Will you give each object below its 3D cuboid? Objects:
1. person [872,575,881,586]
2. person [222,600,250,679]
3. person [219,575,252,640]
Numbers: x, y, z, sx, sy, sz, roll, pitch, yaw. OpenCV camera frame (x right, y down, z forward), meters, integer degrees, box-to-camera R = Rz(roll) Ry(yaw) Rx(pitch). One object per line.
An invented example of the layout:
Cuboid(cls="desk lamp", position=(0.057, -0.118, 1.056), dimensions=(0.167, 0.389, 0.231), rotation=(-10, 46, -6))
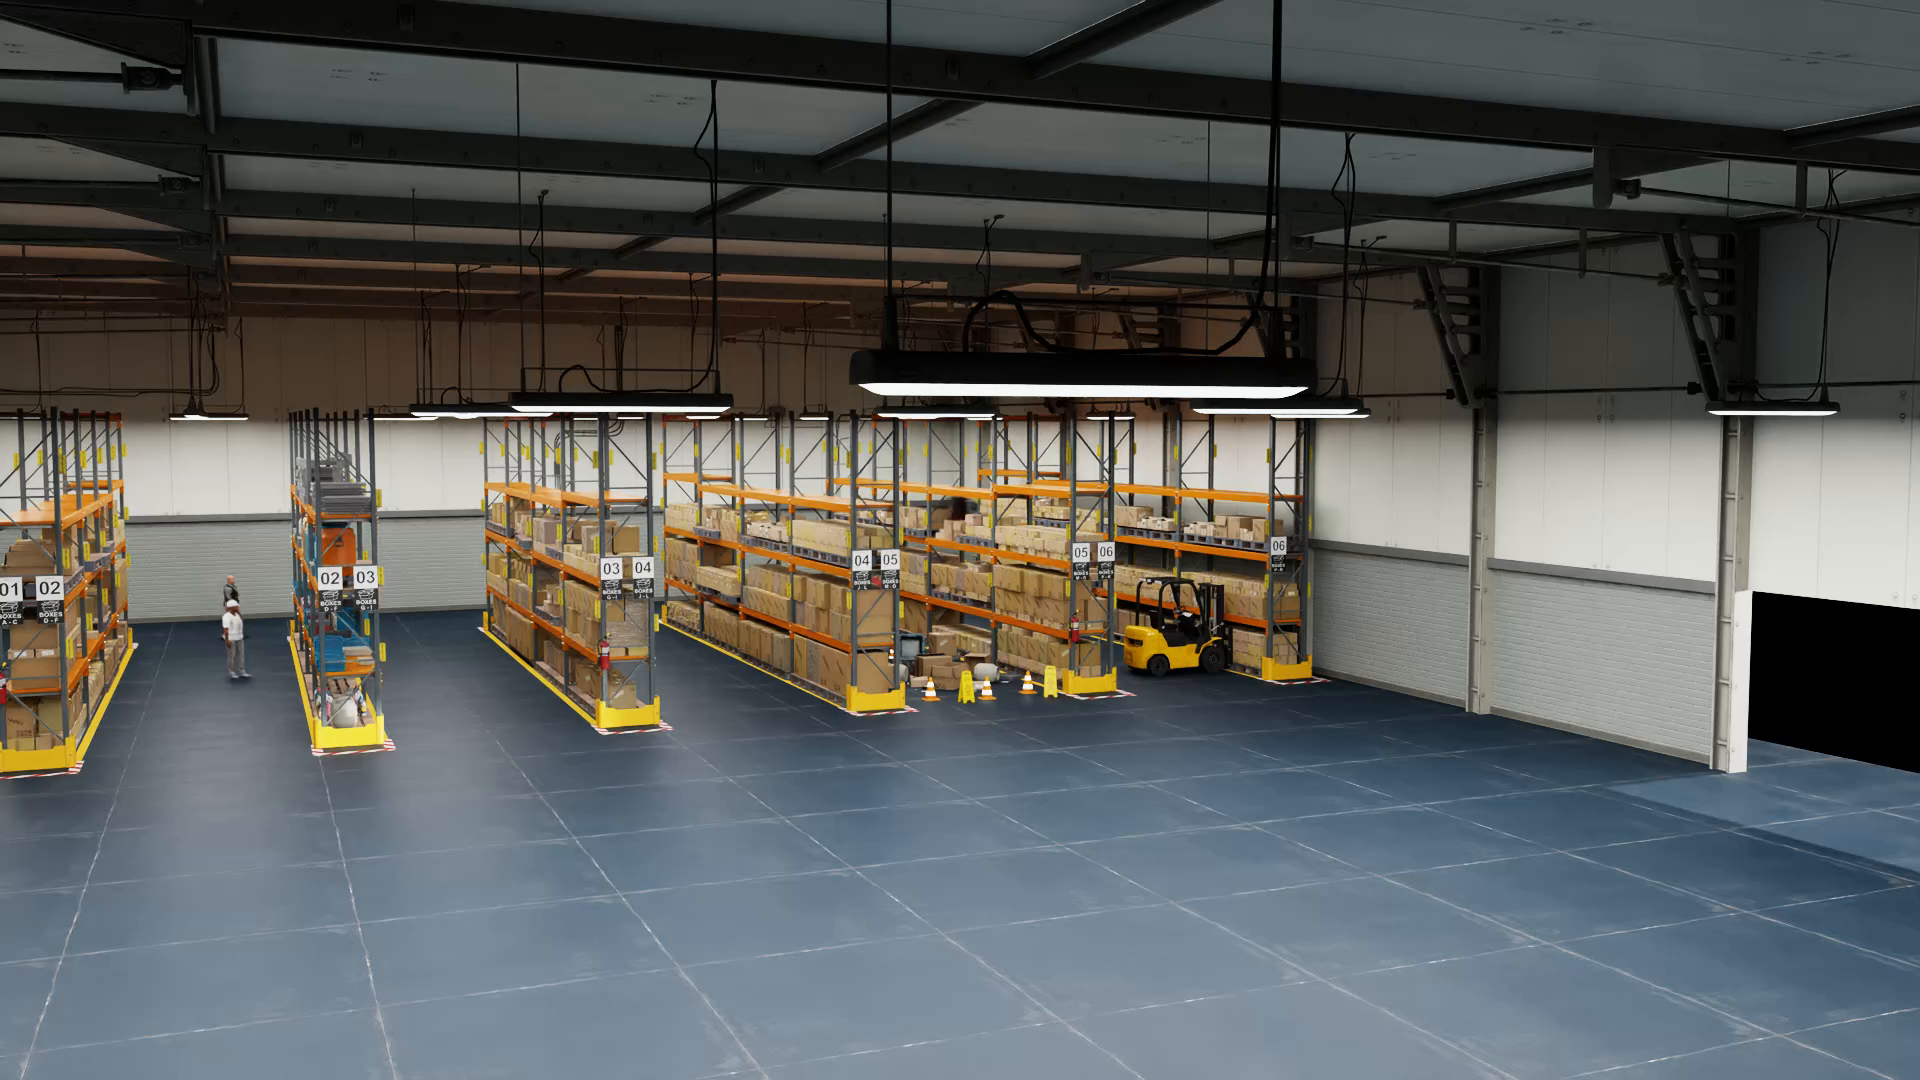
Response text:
Cuboid(cls="person", position=(-2.111, 1.607, 42.033), dimensions=(0.598, 1.726, 0.407), rotation=(3, 5, 39))
Cuboid(cls="person", position=(-16.305, 2.230, 37.374), dimensions=(0.411, 1.768, 0.631), rotation=(2, 4, 22))
Cuboid(cls="person", position=(-19.180, 1.792, 43.959), dimensions=(0.802, 1.727, 0.586), rotation=(-2, 4, -24))
